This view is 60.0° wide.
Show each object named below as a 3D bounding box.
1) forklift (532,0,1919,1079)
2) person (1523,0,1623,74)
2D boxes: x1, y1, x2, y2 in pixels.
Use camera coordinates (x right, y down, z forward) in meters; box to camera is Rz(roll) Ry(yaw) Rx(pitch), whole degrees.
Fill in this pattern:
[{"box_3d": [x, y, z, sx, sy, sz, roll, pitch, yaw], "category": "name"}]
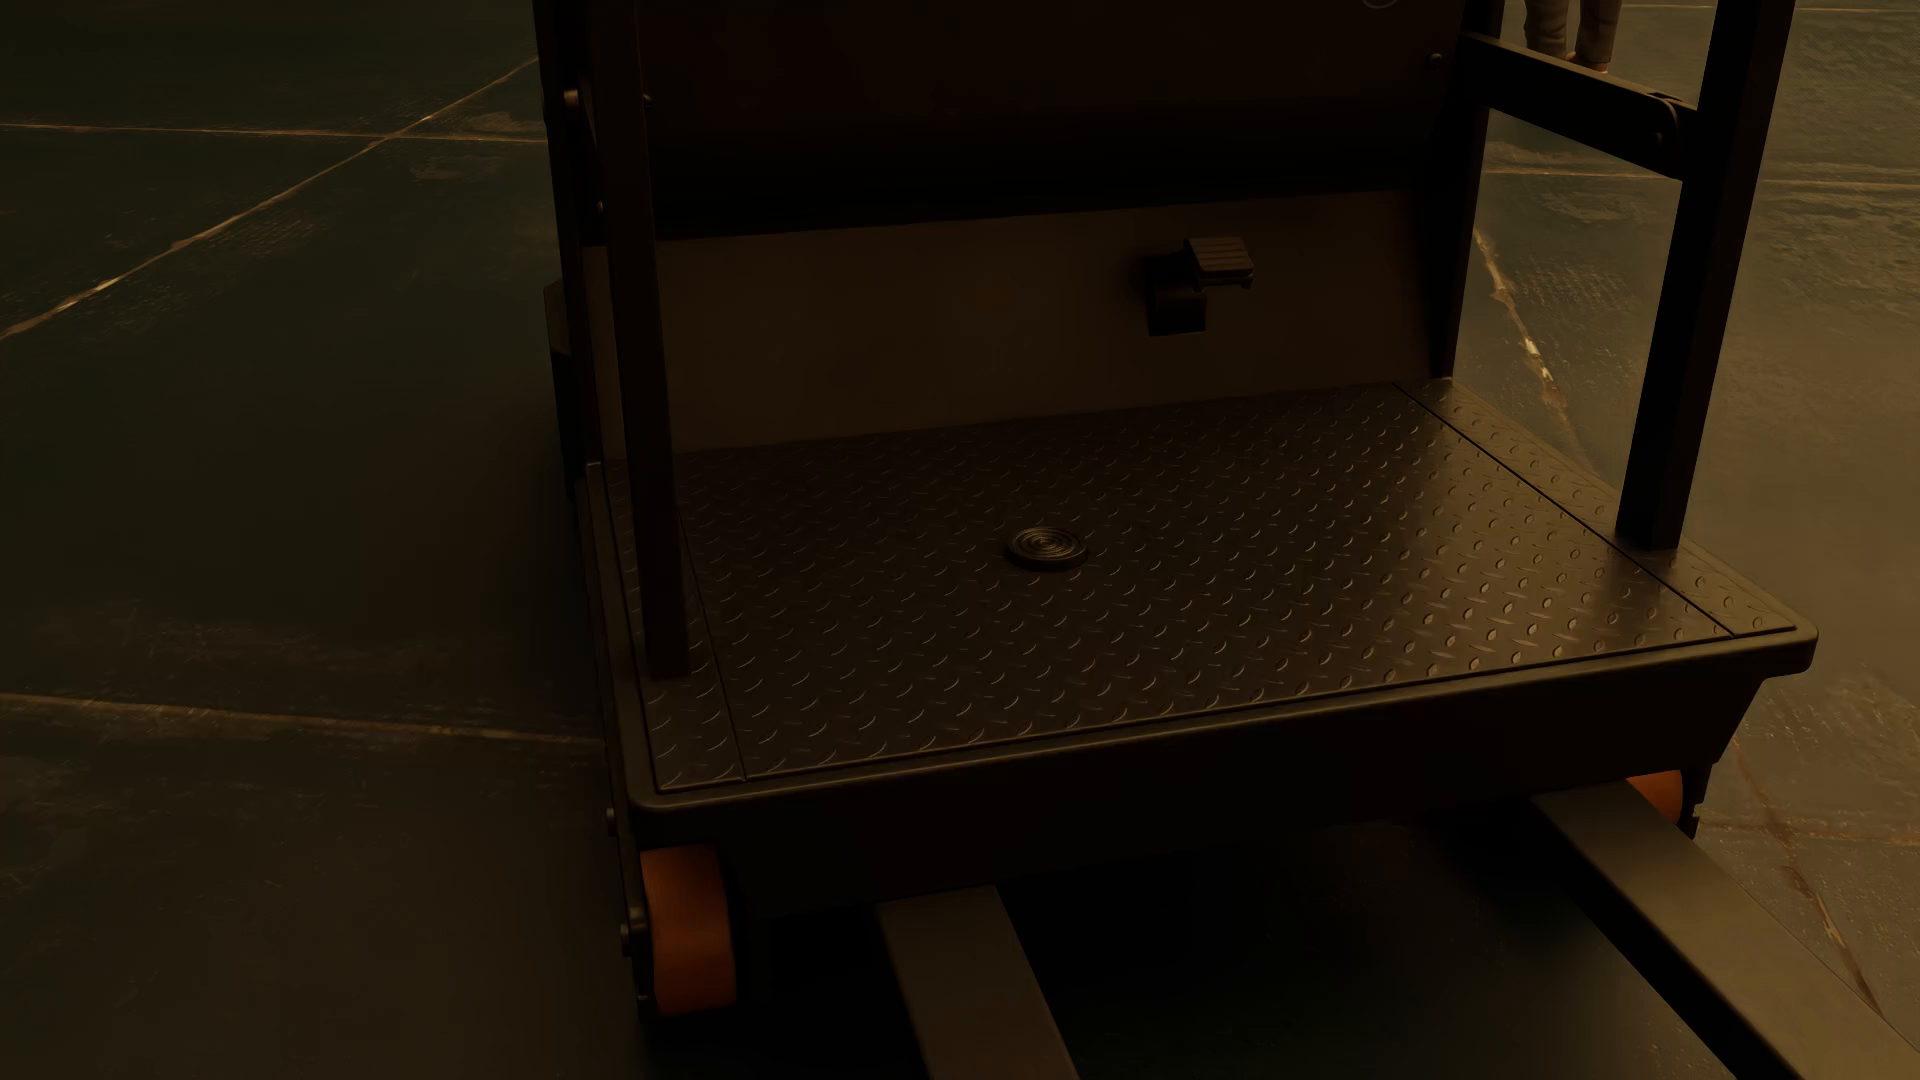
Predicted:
[{"box_3d": [0.153, -1.049, 1.319, 1.130, 2.935, 3.031, -7, 27, -13], "category": "forklift"}, {"box_3d": [1.919, -2.260, 5.161, 0.570, 1.654, 0.504, -3, 27, -6], "category": "person"}]
